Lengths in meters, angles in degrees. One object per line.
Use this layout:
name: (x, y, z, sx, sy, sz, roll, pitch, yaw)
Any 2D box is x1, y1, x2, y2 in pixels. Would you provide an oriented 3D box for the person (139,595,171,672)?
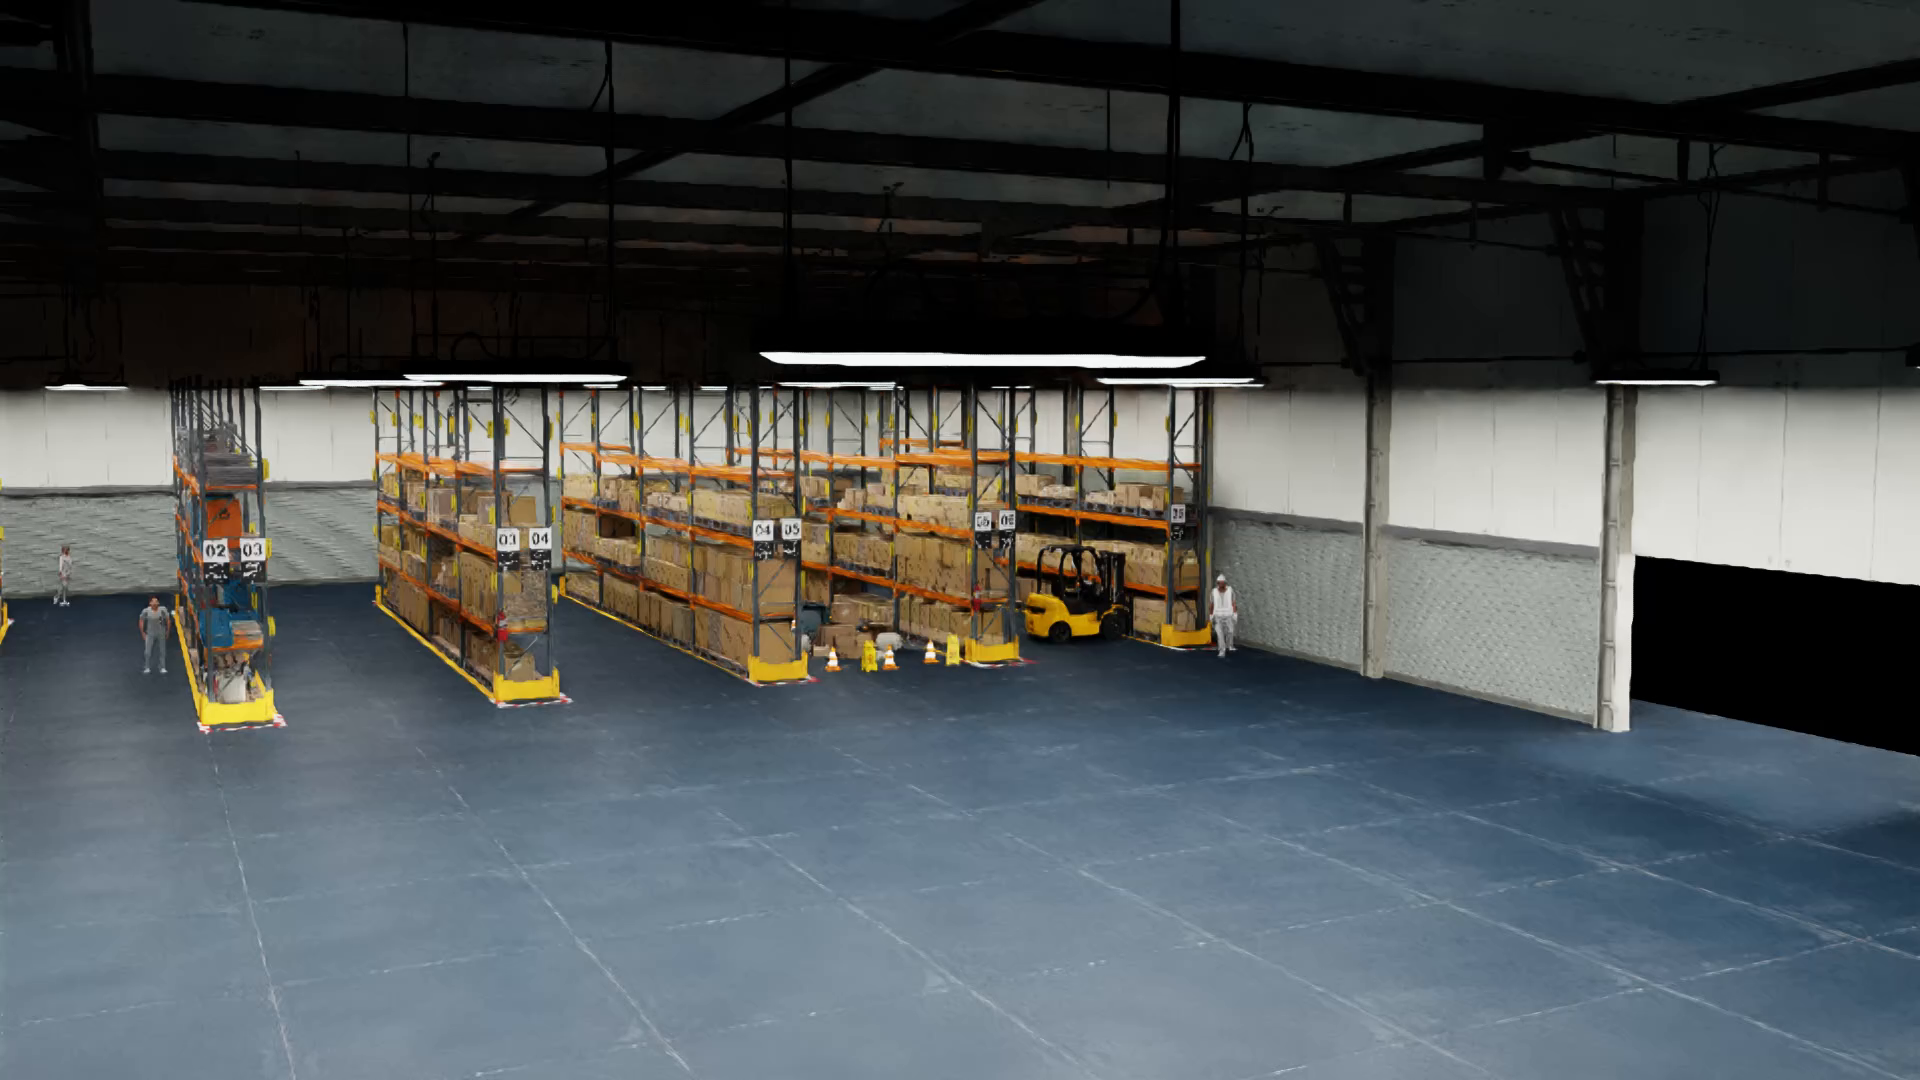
person: (-16.404, 1.910, 33.897, 0.580, 1.617, 0.503, -3, 6, -28)

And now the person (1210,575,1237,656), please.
person: (5.723, 1.632, 36.113, 0.603, 1.777, 0.575, 1, 5, 10)

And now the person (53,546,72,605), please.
person: (-24.110, 0.956, 44.662, 0.420, 1.577, 0.565, 0, 5, 4)
